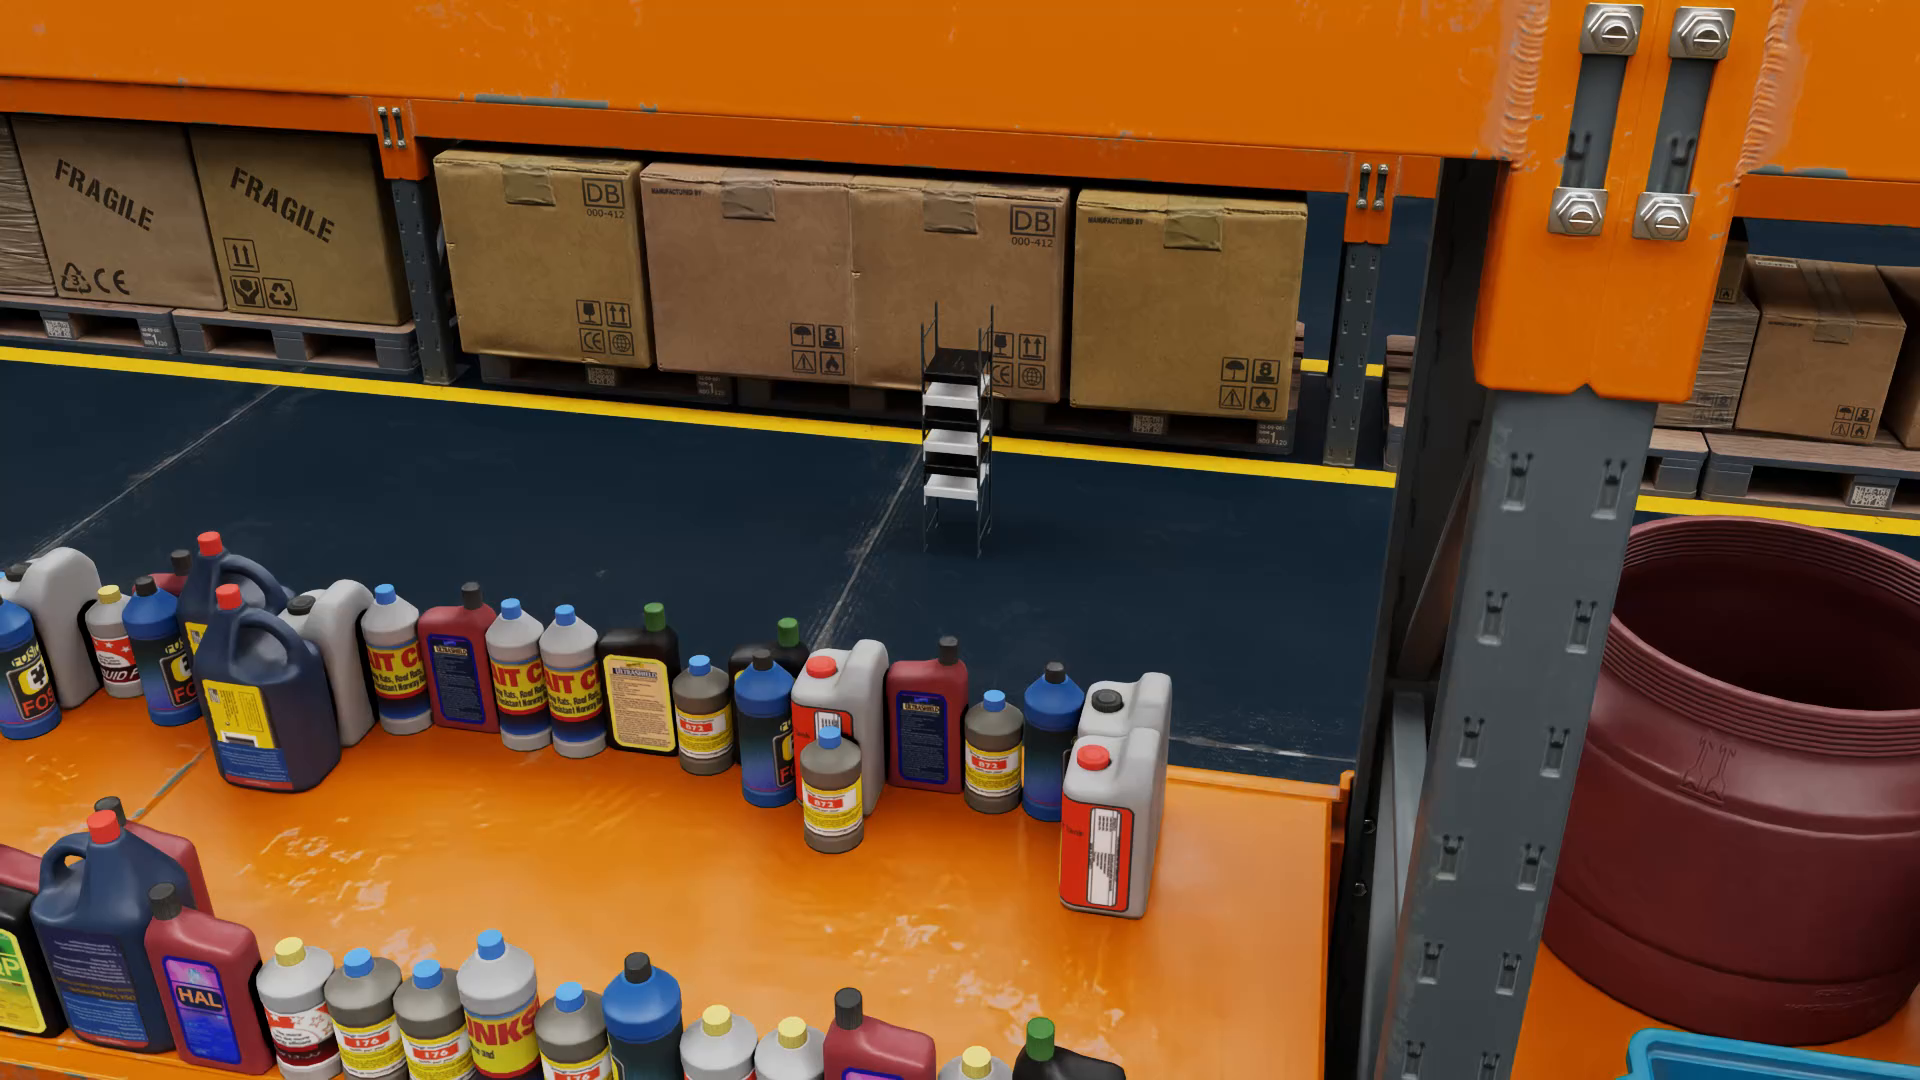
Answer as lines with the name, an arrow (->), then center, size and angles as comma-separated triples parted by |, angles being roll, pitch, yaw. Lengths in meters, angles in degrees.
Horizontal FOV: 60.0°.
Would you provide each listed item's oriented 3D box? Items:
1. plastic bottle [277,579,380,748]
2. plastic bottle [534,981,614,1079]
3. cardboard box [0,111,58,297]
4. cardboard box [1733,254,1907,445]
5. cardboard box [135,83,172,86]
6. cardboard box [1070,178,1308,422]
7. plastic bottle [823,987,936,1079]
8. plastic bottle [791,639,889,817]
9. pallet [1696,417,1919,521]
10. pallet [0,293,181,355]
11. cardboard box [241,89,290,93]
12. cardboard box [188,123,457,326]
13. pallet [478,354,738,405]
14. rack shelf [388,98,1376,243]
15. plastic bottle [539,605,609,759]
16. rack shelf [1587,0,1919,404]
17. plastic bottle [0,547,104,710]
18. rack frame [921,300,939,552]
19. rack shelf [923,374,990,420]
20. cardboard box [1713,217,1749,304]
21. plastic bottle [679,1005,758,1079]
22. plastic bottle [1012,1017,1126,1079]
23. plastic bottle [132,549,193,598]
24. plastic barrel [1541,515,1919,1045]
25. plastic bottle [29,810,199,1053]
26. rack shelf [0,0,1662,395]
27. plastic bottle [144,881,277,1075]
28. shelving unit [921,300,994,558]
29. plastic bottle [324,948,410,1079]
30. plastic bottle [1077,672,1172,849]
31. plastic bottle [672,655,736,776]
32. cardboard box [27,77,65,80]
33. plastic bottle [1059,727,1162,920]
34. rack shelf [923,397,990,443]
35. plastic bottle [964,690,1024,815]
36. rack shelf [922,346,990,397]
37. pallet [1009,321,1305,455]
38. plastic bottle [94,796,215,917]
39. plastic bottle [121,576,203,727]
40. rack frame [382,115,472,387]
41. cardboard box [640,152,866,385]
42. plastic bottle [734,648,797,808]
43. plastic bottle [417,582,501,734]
plastic bottle -> -1.098, 0.201, 2.889 | 0.135, 0.276, 0.152 | 6, 29, 11
plastic bottle -> -0.491, 0.655, 2.137 | 0.097, 0.201, 0.097 | 0, 29, 0
cardboard box -> -4.643, -1.782, 8.157 | 0.875, 0.875, 0.875 | 6, 29, 11
cardboard box -> 3.408, -0.781, 6.698 | 0.500, 0.500, 0.700 | 8, 30, 15
cardboard box -> -3.385, -2.091, 7.207 | 0.250, 0.149, 0.380 | 6, 29, 12
cardboard box -> 0.977, -1.177, 7.051 | 0.875, 0.875, 1.225 | 5, 29, 8
plastic bottle -> -0.097, 0.668, 2.027 | 0.133, 0.283, 0.061 | 6, 29, 11
plastic bottle -> -0.194, 0.293, 2.720 | 0.135, 0.276, 0.152 | 6, 29, 11
pallet -> 3.601, -0.420, 6.797 | 1.213, 0.211, 1.003 | 6, 29, 11
pallet -> -4.188, -1.258, 8.328 | 1.213, 0.211, 1.003 | 6, 29, 11
cardboard box -> -2.883, -2.039, 7.112 | 0.250, 0.149, 0.380 | 6, 29, 12
cardboard box -> -2.893, -1.603, 7.829 | 0.875, 0.875, 0.875 | 6, 29, 11
pallet -> -1.494, -0.982, 7.823 | 1.213, 0.211, 1.003 | 6, 29, 11
rack shelf -> -0.308, -1.731, 7.037 | 4.000, 0.370, 1.077 | 6, 29, 11
plastic bottle -> -0.658, 0.234, 2.832 | 0.097, 0.271, 0.097 | 0, 29, 0
rack shelf -> 2.570, -0.319, 1.335 | 4.000, 0.370, 1.077 | 6, 29, 11
plastic bottle -> -1.636, 0.145, 2.990 | 0.135, 0.276, 0.152 | 6, 29, 11
rack frame -> -0.107, -0.406, 6.054 | 0.006, 0.900, 0.240 | 6, 29, 11
rack shelf -> -0.008, -0.524, 5.965 | 0.200, 0.077, 0.258 | 6, 29, 11
cardboard box -> 2.830, -1.170, 6.627 | 0.500, 0.250, 0.500 | 9, 30, 16
plastic bottle -> -0.301, 0.674, 2.102 | 0.097, 0.201, 0.097 | 0, 29, 0
plastic bottle -> 0.129, 0.691, 1.985 | 0.133, 0.283, 0.061 | 6, 29, 11
plastic bottle -> -1.401, 0.144, 2.985 | 0.133, 0.283, 0.061 | 6, 29, 11
plastic barrel -> 1.131, 0.325, 2.391 | 0.708, 0.536, 0.600 | 6, 29, 11
plastic bottle -> -1.136, 0.512, 2.243 | 0.185, 0.351, 0.144 | 6, 29, 11
rack shelf -> -1.342, -0.720, 2.068 | 4.000, 0.370, 1.077 | 6, 29, 11
plastic bottle -> -0.989, 0.577, 2.194 | 0.133, 0.283, 0.061 | 6, 29, 11
shelving unit -> -0.008, -0.396, 6.035 | 0.210, 0.900, 0.258 | 6, 29, 11
plastic bottle -> -0.777, 0.626, 2.191 | 0.097, 0.201, 0.097 | 0, 29, 0
plastic bottle -> 0.258, 0.340, 2.635 | 0.135, 0.276, 0.152 | 6, 29, 11
plastic bottle -> -0.433, 0.288, 2.807 | 0.097, 0.201, 0.097 | 0, 29, 0
cardboard box -> -3.887, -2.142, 7.300 | 0.250, 0.149, 0.380 | 5, 29, 10
plastic bottle -> 0.226, 0.411, 2.505 | 0.135, 0.276, 0.152 | 6, 29, 11
rack shelf -> -0.008, -0.445, 6.008 | 0.200, 0.077, 0.258 | 6, 29, 11
plastic bottle -> 0.055, 0.338, 2.716 | 0.097, 0.201, 0.097 | 0, 29, 0
rack shelf -> -0.008, -0.603, 5.922 | 0.200, 0.077, 0.258 | 6, 29, 11
pallet -> 0.893, -0.737, 7.376 | 1.213, 0.211, 1.003 | 6, 29, 11
plastic bottle -> -1.139, 0.491, 2.352 | 0.133, 0.283, 0.061 | 6, 29, 11
plastic bottle -> -1.399, 0.188, 2.917 | 0.097, 0.271, 0.097 | 0, 29, 0
rack frame -> -2.264, -2.247, 7.230 | 0.127, 3.000, 1.000 | 6, 29, 11
cardboard box -> -0.760, -1.355, 7.377 | 0.875, 0.875, 1.225 | 5, 29, 9
plastic bottle -> -0.315, 0.299, 2.714 | 0.097, 0.271, 0.097 | 0, 29, 0
plastic bottle -> -0.863, 0.199, 2.884 | 0.133, 0.283, 0.061 | 6, 29, 11
